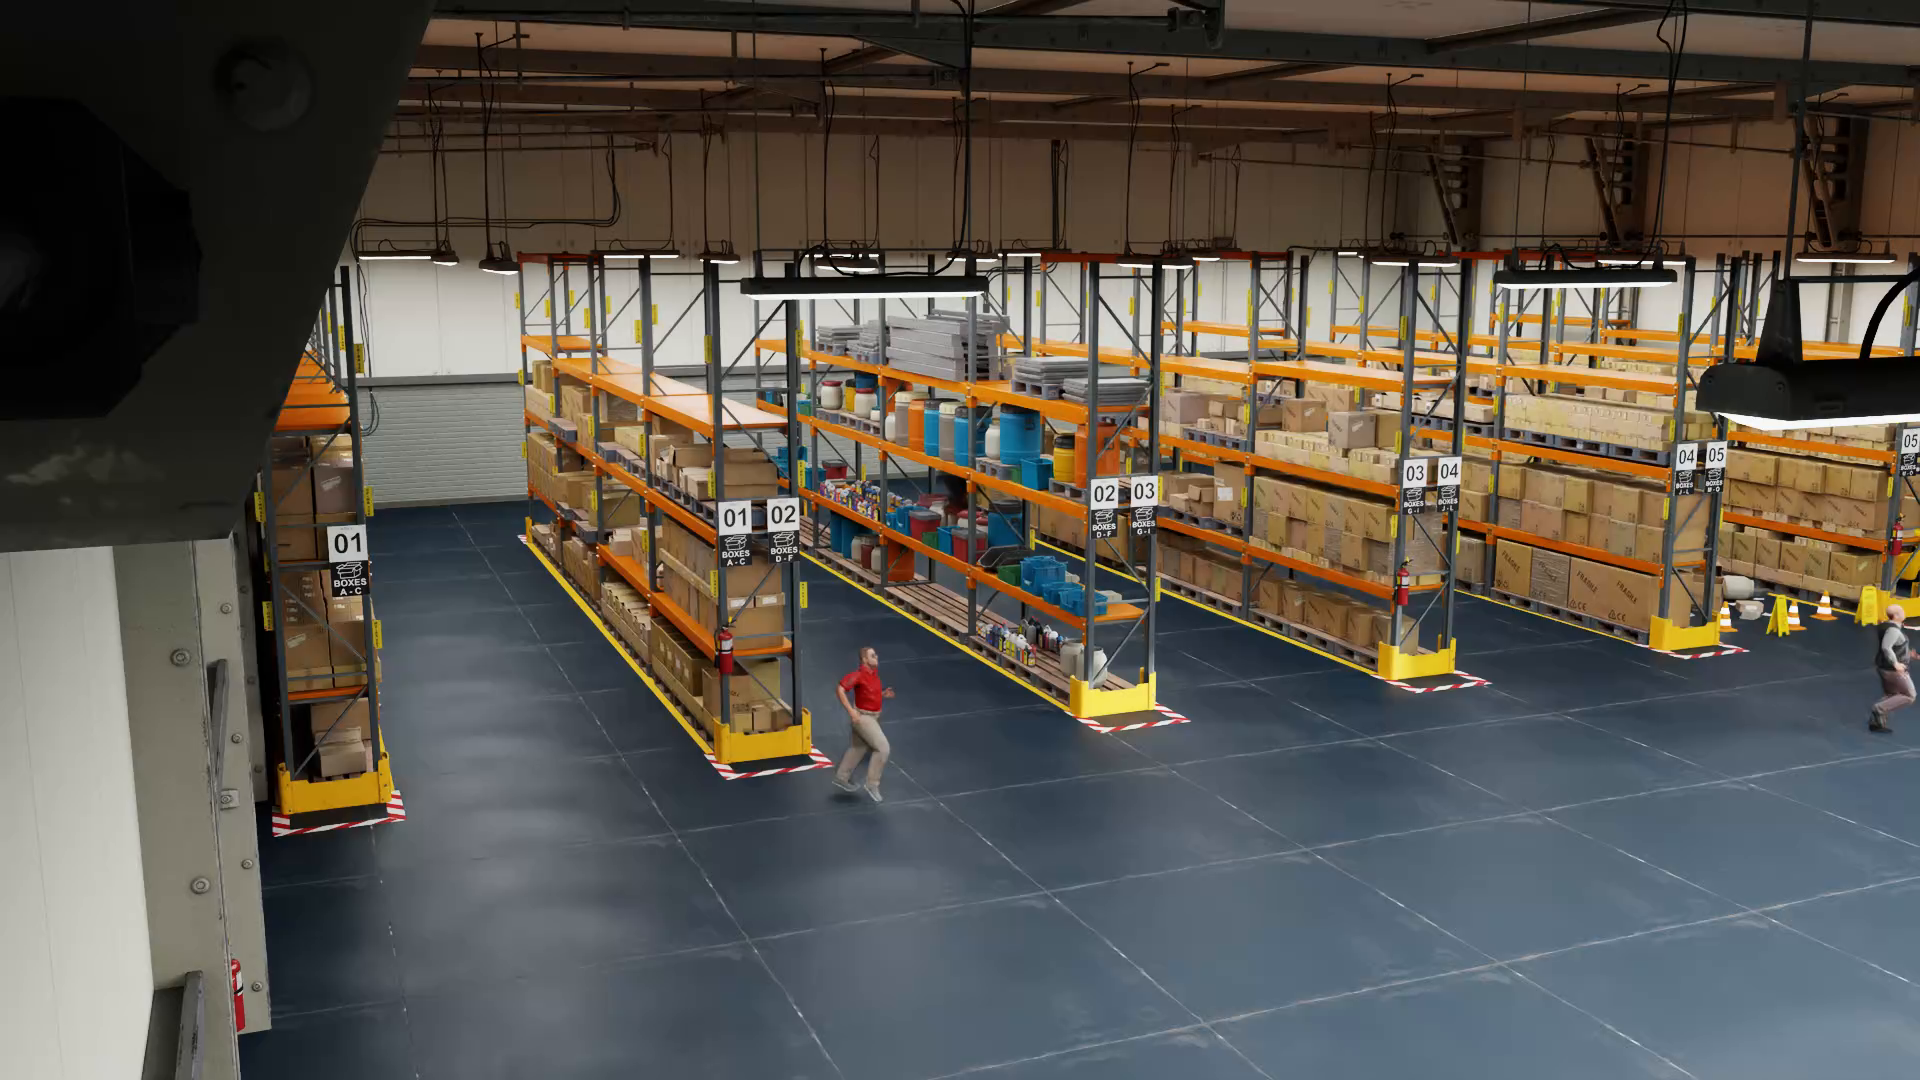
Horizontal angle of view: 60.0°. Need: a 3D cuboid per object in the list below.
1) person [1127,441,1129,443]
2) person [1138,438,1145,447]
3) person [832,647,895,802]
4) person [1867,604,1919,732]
[{"bbox_3d":[3.898,-1.530,39.031,0.655,1.578,0.622,-2,11,-13],"label":"person"},{"bbox_3d":[4.302,-1.883,41.058,0.605,1.553,0.469,10,14,42],"label":"person"},{"bbox_3d":[-1.101,2.087,18.962,0.733,1.789,0.644,1,10,7],"label":"person"},{"bbox_3d":[12.005,1.655,21.332,0.566,1.682,0.650,2,11,12],"label":"person"}]
